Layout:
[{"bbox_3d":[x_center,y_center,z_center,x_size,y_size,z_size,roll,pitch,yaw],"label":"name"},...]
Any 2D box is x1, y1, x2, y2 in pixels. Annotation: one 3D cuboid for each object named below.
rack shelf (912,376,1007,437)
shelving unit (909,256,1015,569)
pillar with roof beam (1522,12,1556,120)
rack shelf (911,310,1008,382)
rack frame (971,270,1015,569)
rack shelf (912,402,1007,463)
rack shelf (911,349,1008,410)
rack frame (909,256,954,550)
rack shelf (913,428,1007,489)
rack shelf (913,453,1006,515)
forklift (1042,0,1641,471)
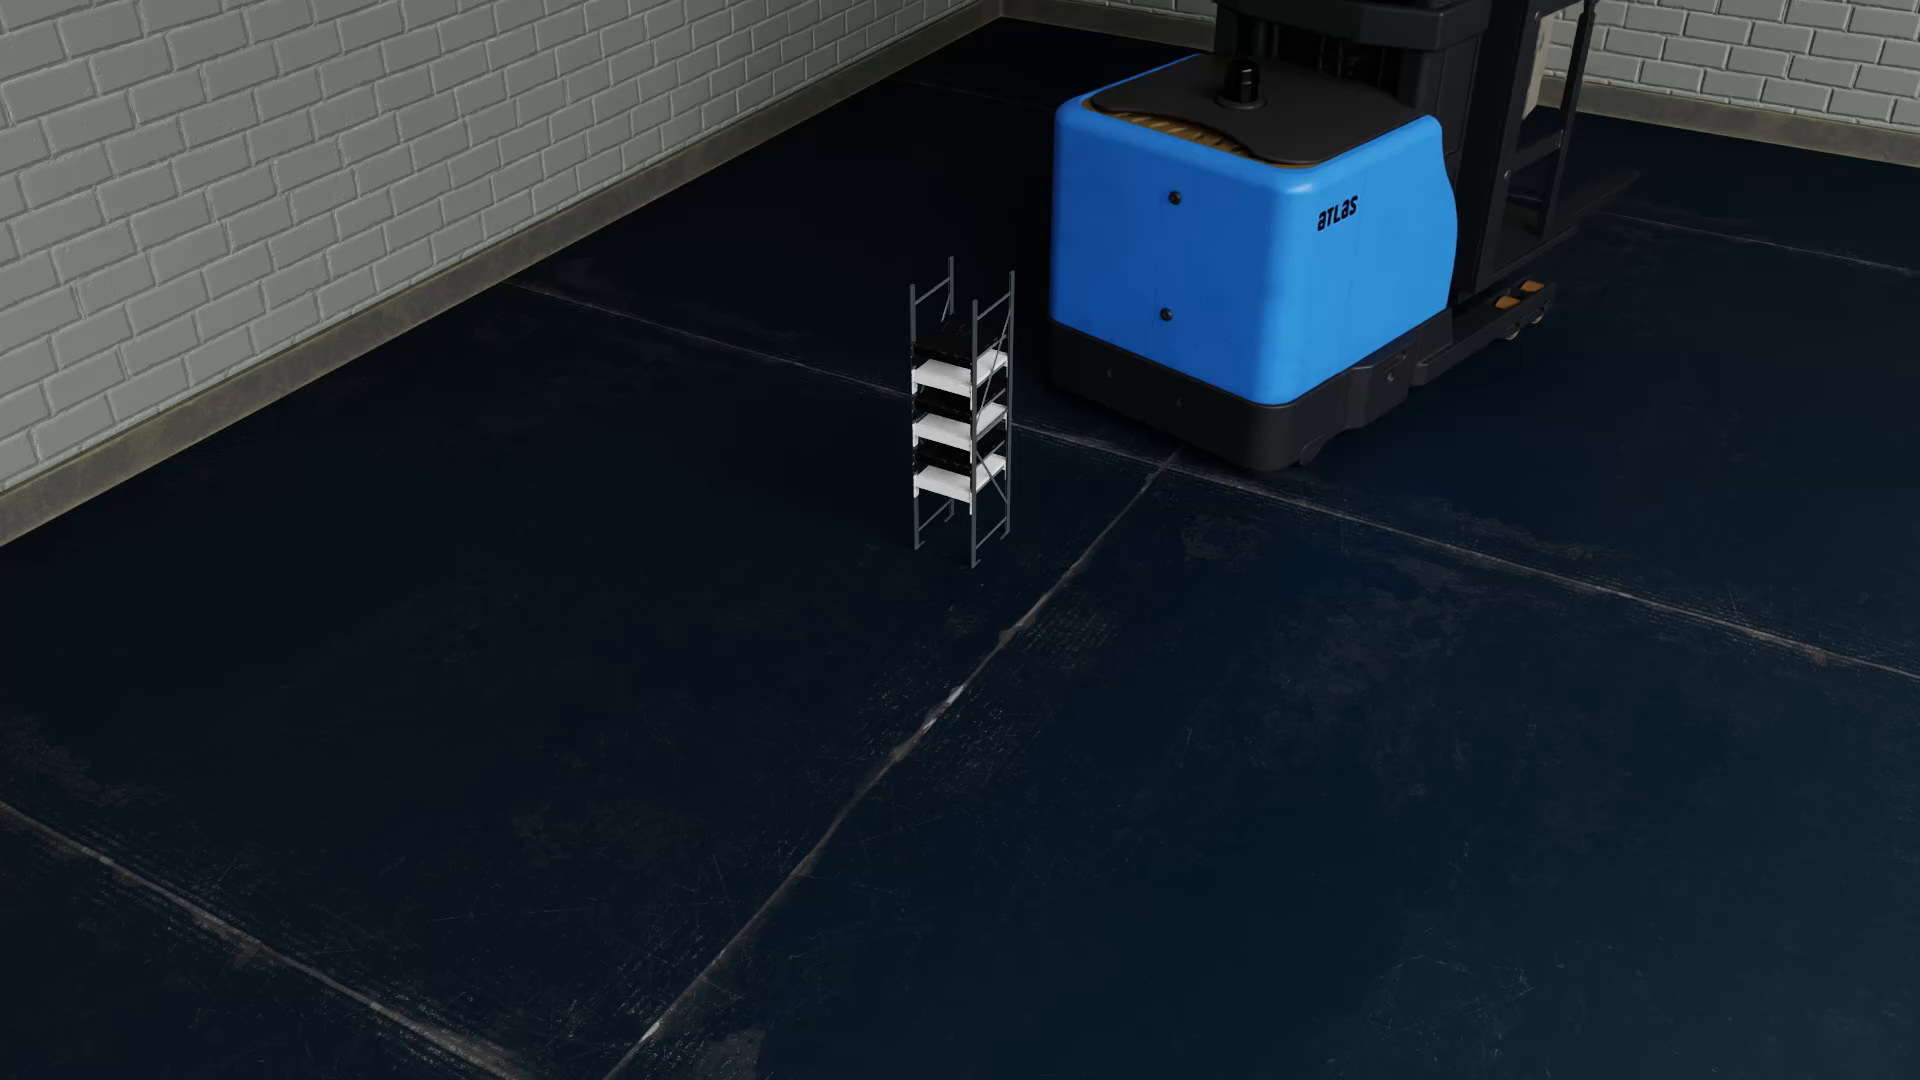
[{"bbox_3d":[0.007,-0.419,4.966,0.200,0.077,0.258,18,37,24],"label":"rack shelf"},{"bbox_3d":[0.007,-0.372,4.997,0.210,0.900,0.258,18,37,24],"label":"shelving unit"},{"bbox_3d":[0.630,-3.937,3.043,0.400,9.000,9.100,18,37,24],"label":"pillar with roof beam"},{"bbox_3d":[0.007,-0.569,4.866,0.200,0.077,0.258,18,37,24],"label":"rack shelf"},{"bbox_3d":[0.095,-0.344,4.955,0.006,0.900,0.240,18,37,24],"label":"rack frame"},{"bbox_3d":[0.007,-0.345,5.016,0.200,0.077,0.258,18,37,24],"label":"rack shelf"},{"bbox_3d":[0.007,-0.494,4.916,0.200,0.077,0.258,18,37,24],"label":"rack shelf"},{"bbox_3d":[-0.081,-0.400,5.039,0.006,0.900,0.240,18,37,24],"label":"rack frame"},{"bbox_3d":[0.007,-0.270,5.066,0.200,0.077,0.258,18,37,24],"label":"rack shelf"},{"bbox_3d":[0.007,-0.195,5.115,0.200,0.077,0.258,18,37,24],"label":"rack shelf"},{"bbox_3d":[1.682,-2.167,5.859,1.130,2.935,3.031,28,43,35],"label":"forklift"}]
